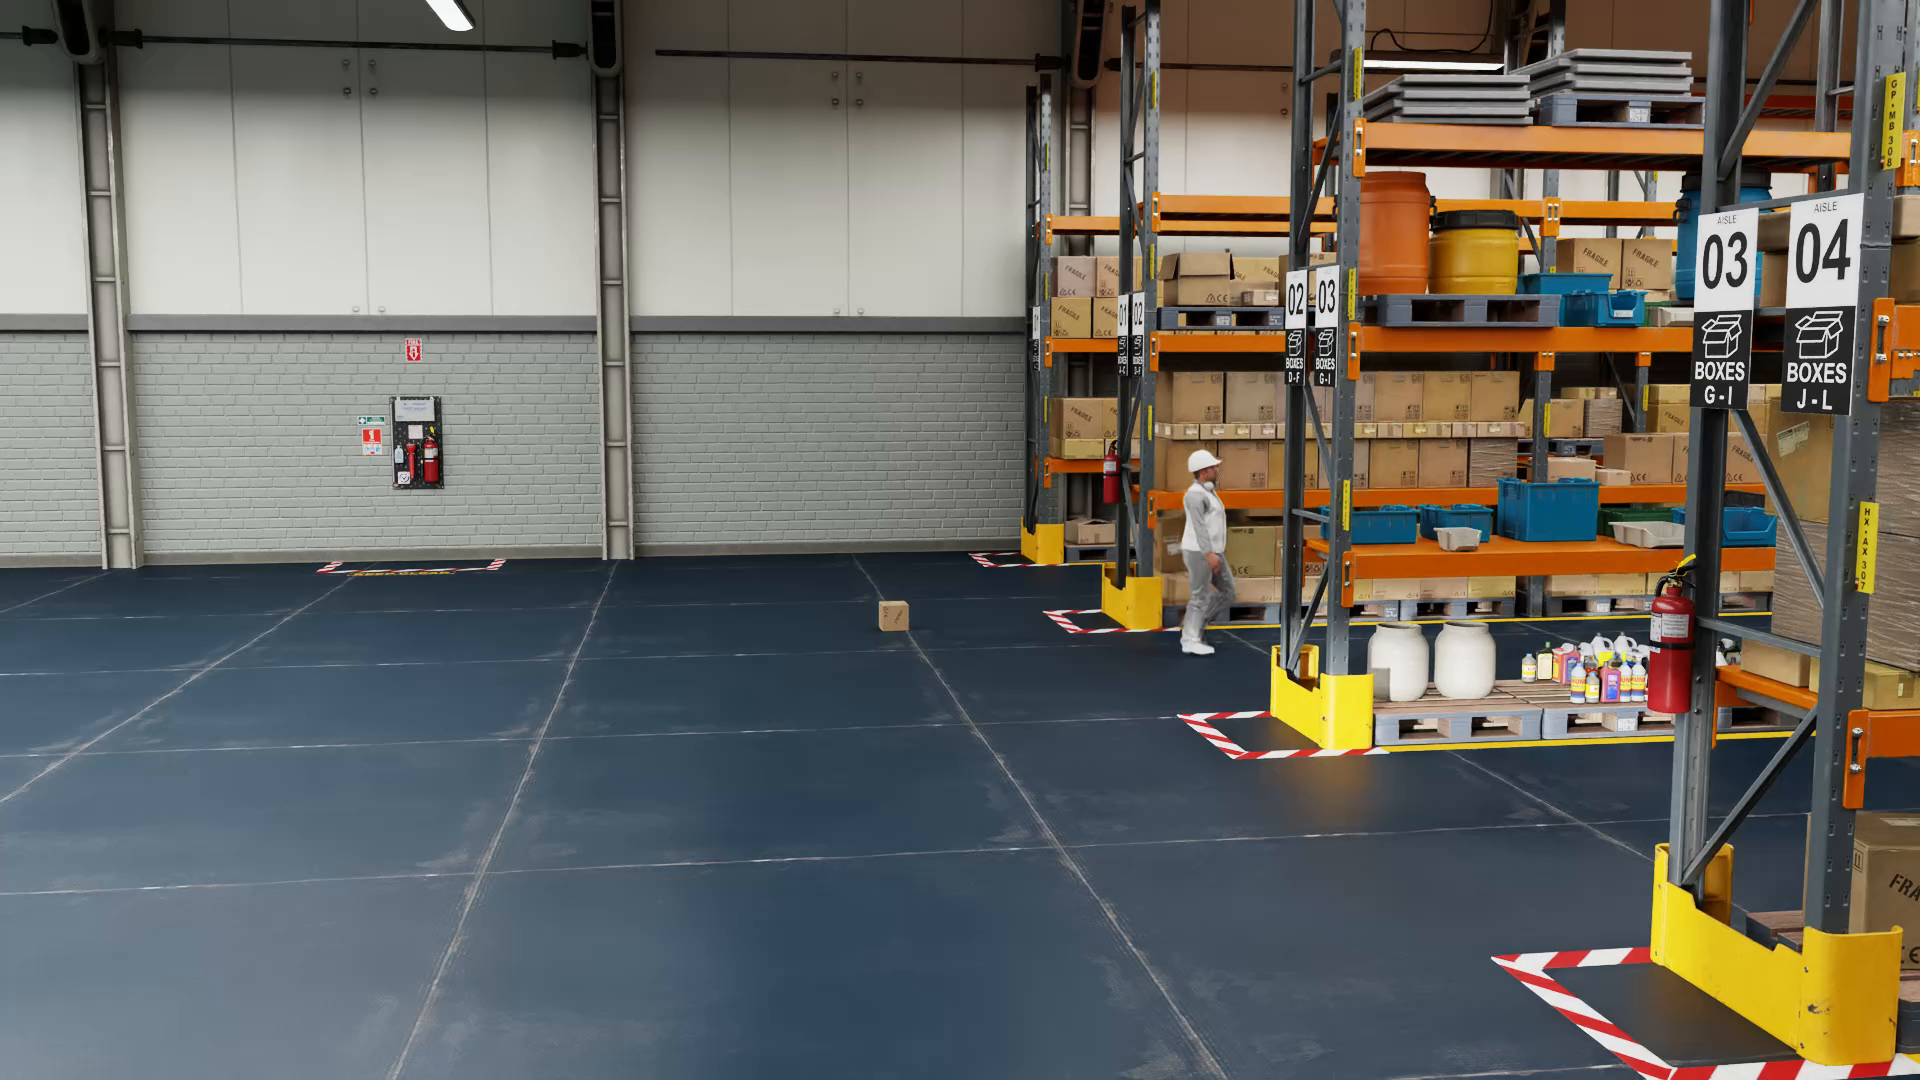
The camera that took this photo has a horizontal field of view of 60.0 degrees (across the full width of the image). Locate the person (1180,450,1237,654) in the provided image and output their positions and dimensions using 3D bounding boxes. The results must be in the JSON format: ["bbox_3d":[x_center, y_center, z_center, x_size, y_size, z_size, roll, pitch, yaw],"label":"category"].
[{"bbox_3d":[2.155,0.110,14.465,0.447,1.784,0.540,3,7,24],"label":"person"}]
